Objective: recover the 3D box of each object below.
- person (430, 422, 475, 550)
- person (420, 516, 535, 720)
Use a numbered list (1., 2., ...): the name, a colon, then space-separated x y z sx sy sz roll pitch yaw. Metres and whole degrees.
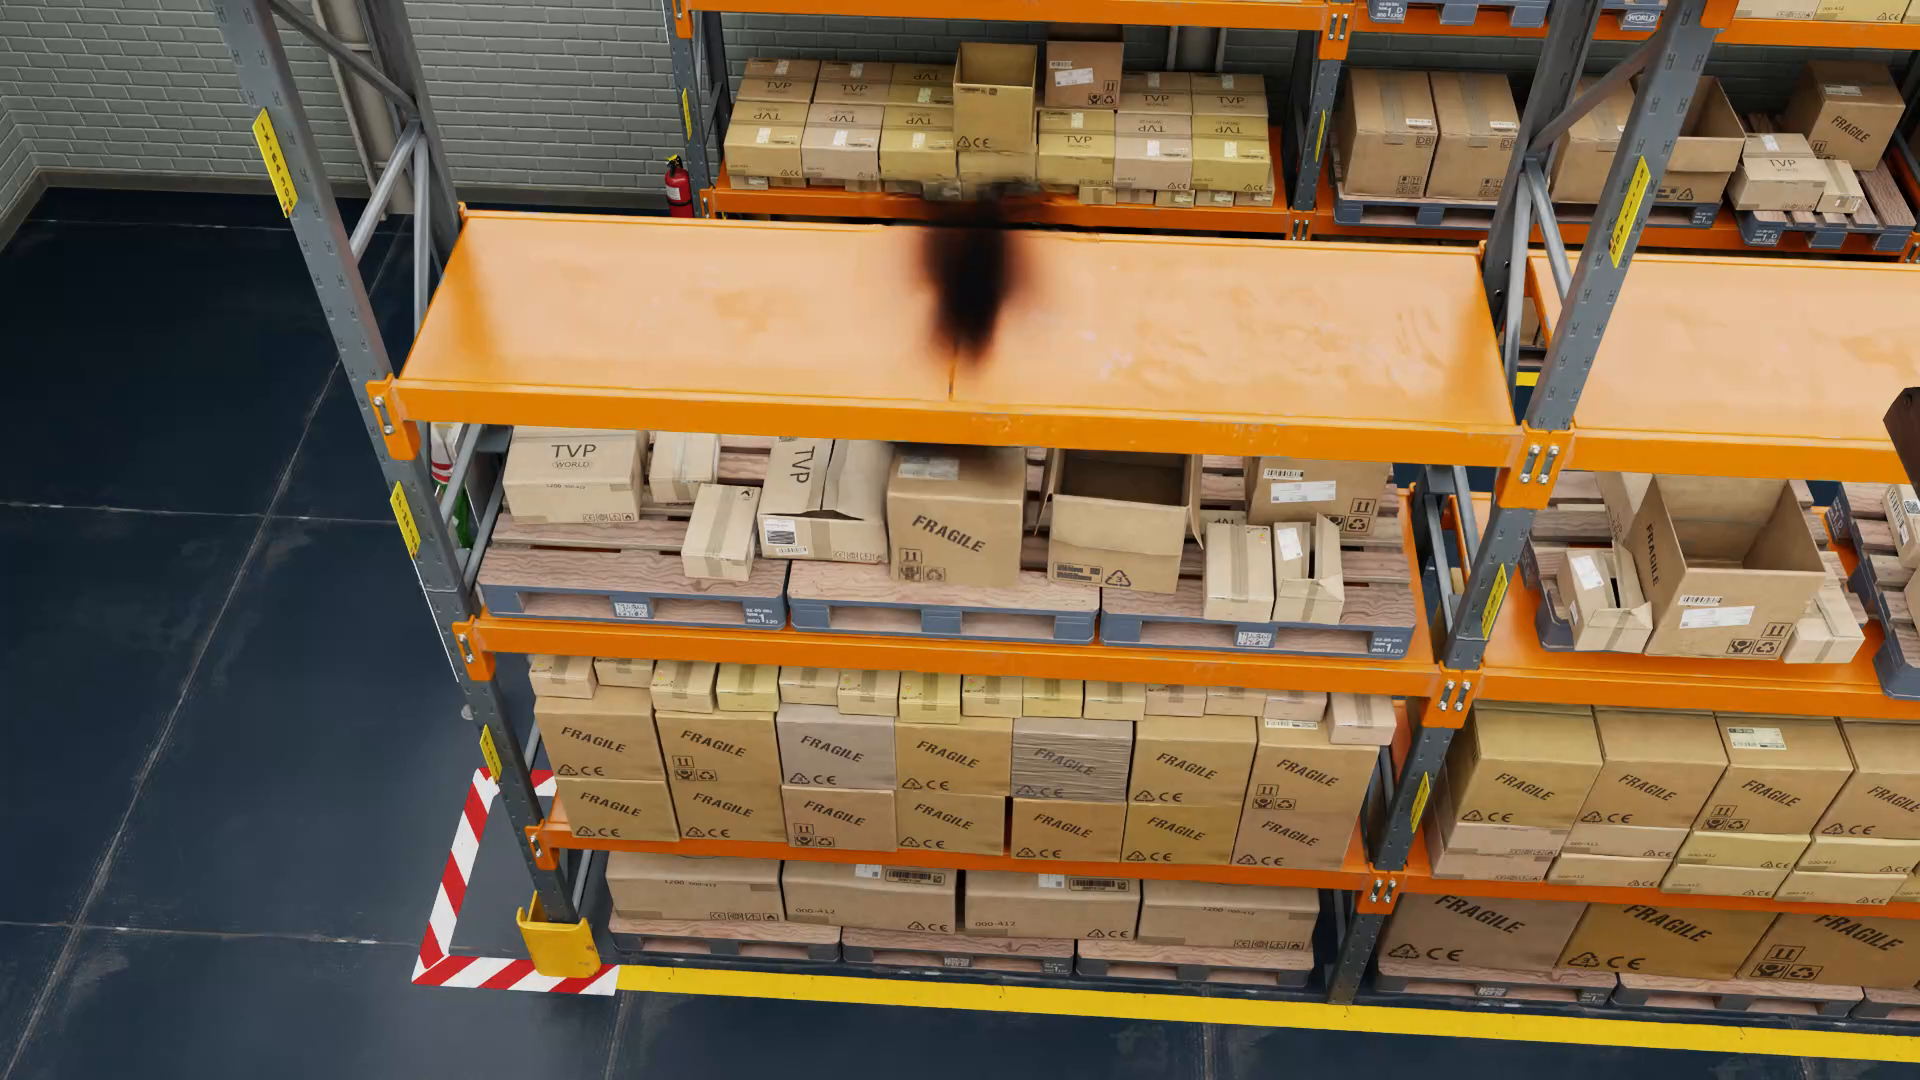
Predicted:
1. person: -2.930 -0.398 9.887 0.651 1.844 0.800 -1 48 -1
2. person: -2.625 0.343 9.329 0.608 1.675 0.702 30 55 25
